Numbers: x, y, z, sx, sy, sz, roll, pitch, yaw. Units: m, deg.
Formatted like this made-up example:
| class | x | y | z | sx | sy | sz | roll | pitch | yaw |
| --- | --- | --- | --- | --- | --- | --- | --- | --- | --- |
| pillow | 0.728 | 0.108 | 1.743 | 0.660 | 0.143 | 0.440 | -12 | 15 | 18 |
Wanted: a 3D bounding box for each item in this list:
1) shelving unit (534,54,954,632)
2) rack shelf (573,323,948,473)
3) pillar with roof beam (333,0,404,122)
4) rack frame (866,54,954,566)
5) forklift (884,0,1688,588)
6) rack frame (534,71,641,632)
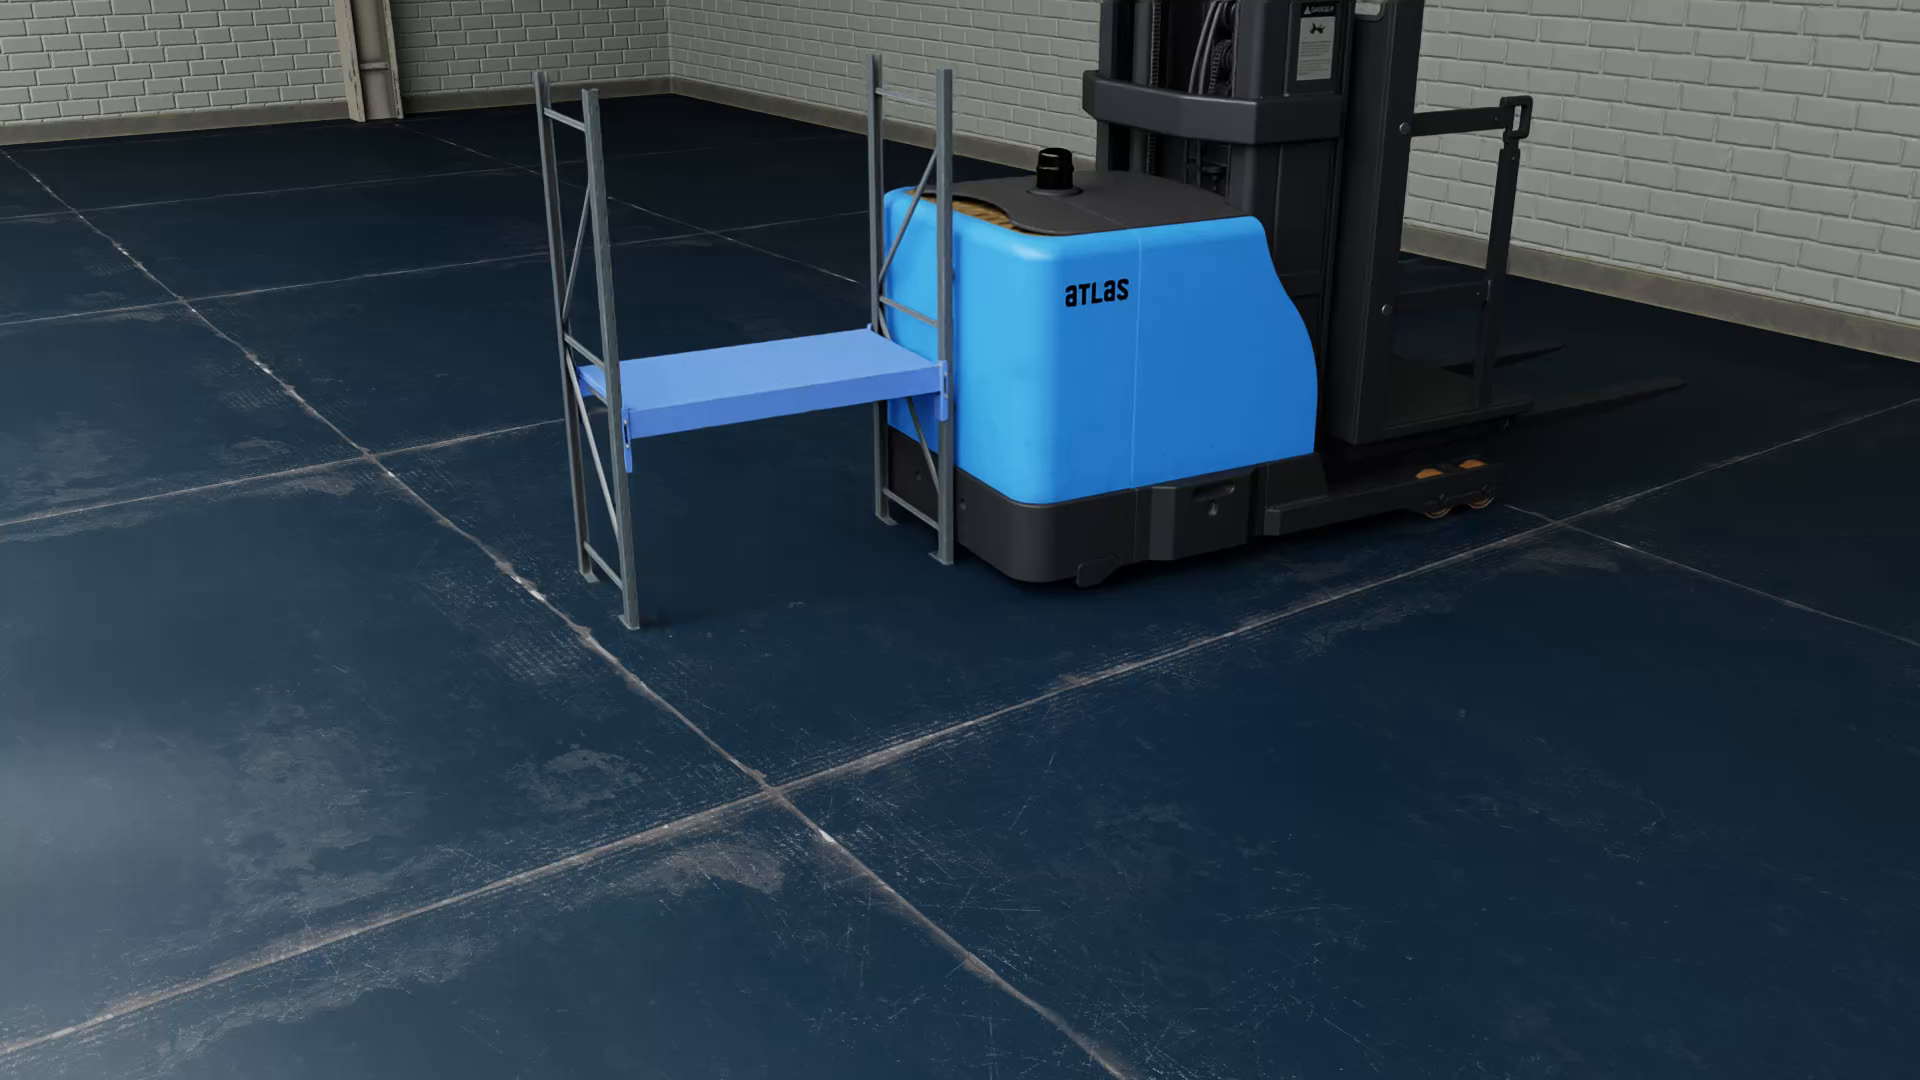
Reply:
| class | x | y | z | sx | sy | sz | roll | pitch | yaw |
| --- | --- | --- | --- | --- | --- | --- | --- | --- | --- |
| shelving unit | -0.599 | -0.608 | 4.897 | 1.048 | 1.500 | 0.538 | -11 | 24 | -26 |
| rack shelf | -0.599 | -0.441 | 4.963 | 1.000 | 0.185 | 0.538 | -11 | 24 | -26 |
| pillar with roof beam | -2.689 | -6.648 | 9.915 | 0.400 | 9.000 | 9.100 | -15 | 26 | -33 |
| rack frame | -0.152 | -0.698 | 5.122 | 0.032 | 1.500 | 0.500 | -11 | 24 | -26 |
| forklift | 1.269 | -1.593 | 5.433 | 3.031 | 2.935 | 1.130 | -11 | 24 | -26 |
| rack frame | -1.046 | -0.518 | 4.671 | 0.032 | 1.500 | 0.500 | -11 | 24 | -26 |
